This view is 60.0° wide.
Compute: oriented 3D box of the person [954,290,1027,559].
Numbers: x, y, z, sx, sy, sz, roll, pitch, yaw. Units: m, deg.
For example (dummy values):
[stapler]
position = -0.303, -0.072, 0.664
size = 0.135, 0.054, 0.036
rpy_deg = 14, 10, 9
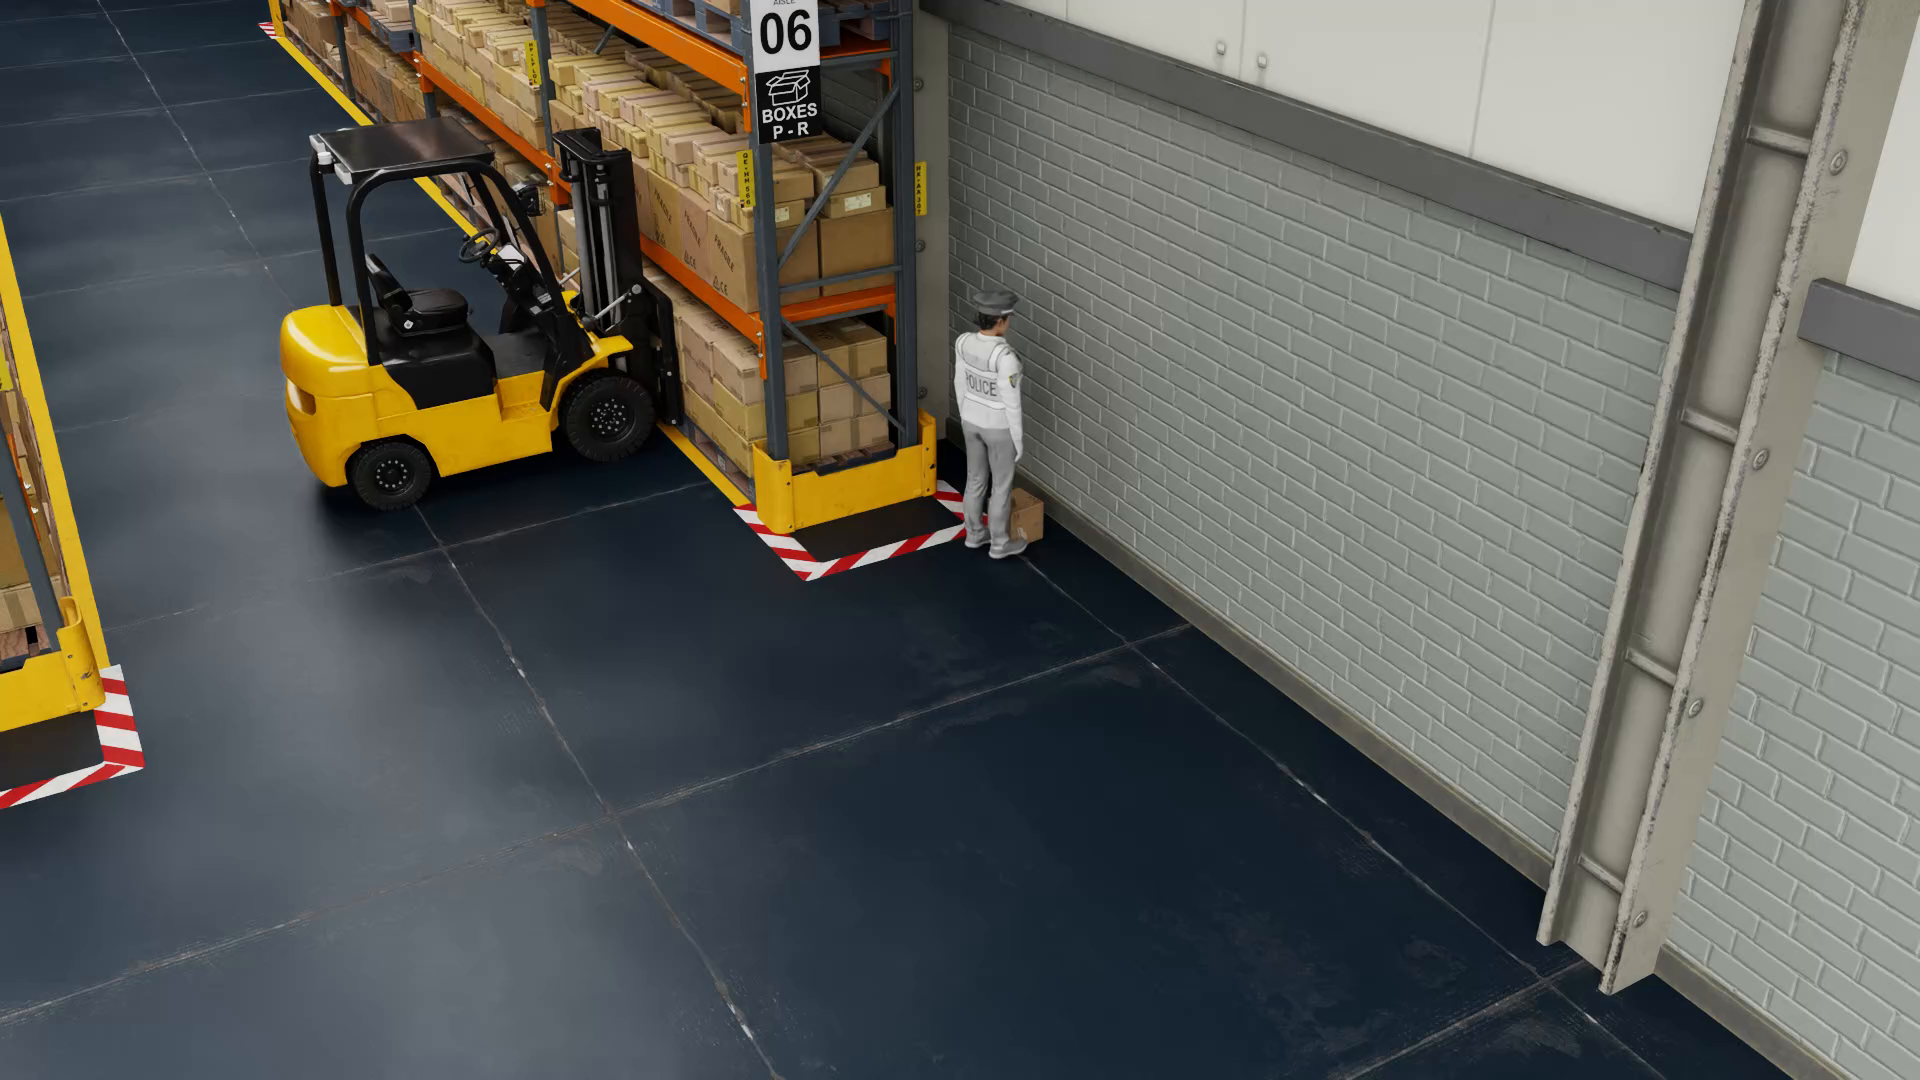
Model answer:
[person]
position = 0.205, -0.659, 9.700
size = 0.501, 1.681, 0.372
rpy_deg = 24, 37, 37
